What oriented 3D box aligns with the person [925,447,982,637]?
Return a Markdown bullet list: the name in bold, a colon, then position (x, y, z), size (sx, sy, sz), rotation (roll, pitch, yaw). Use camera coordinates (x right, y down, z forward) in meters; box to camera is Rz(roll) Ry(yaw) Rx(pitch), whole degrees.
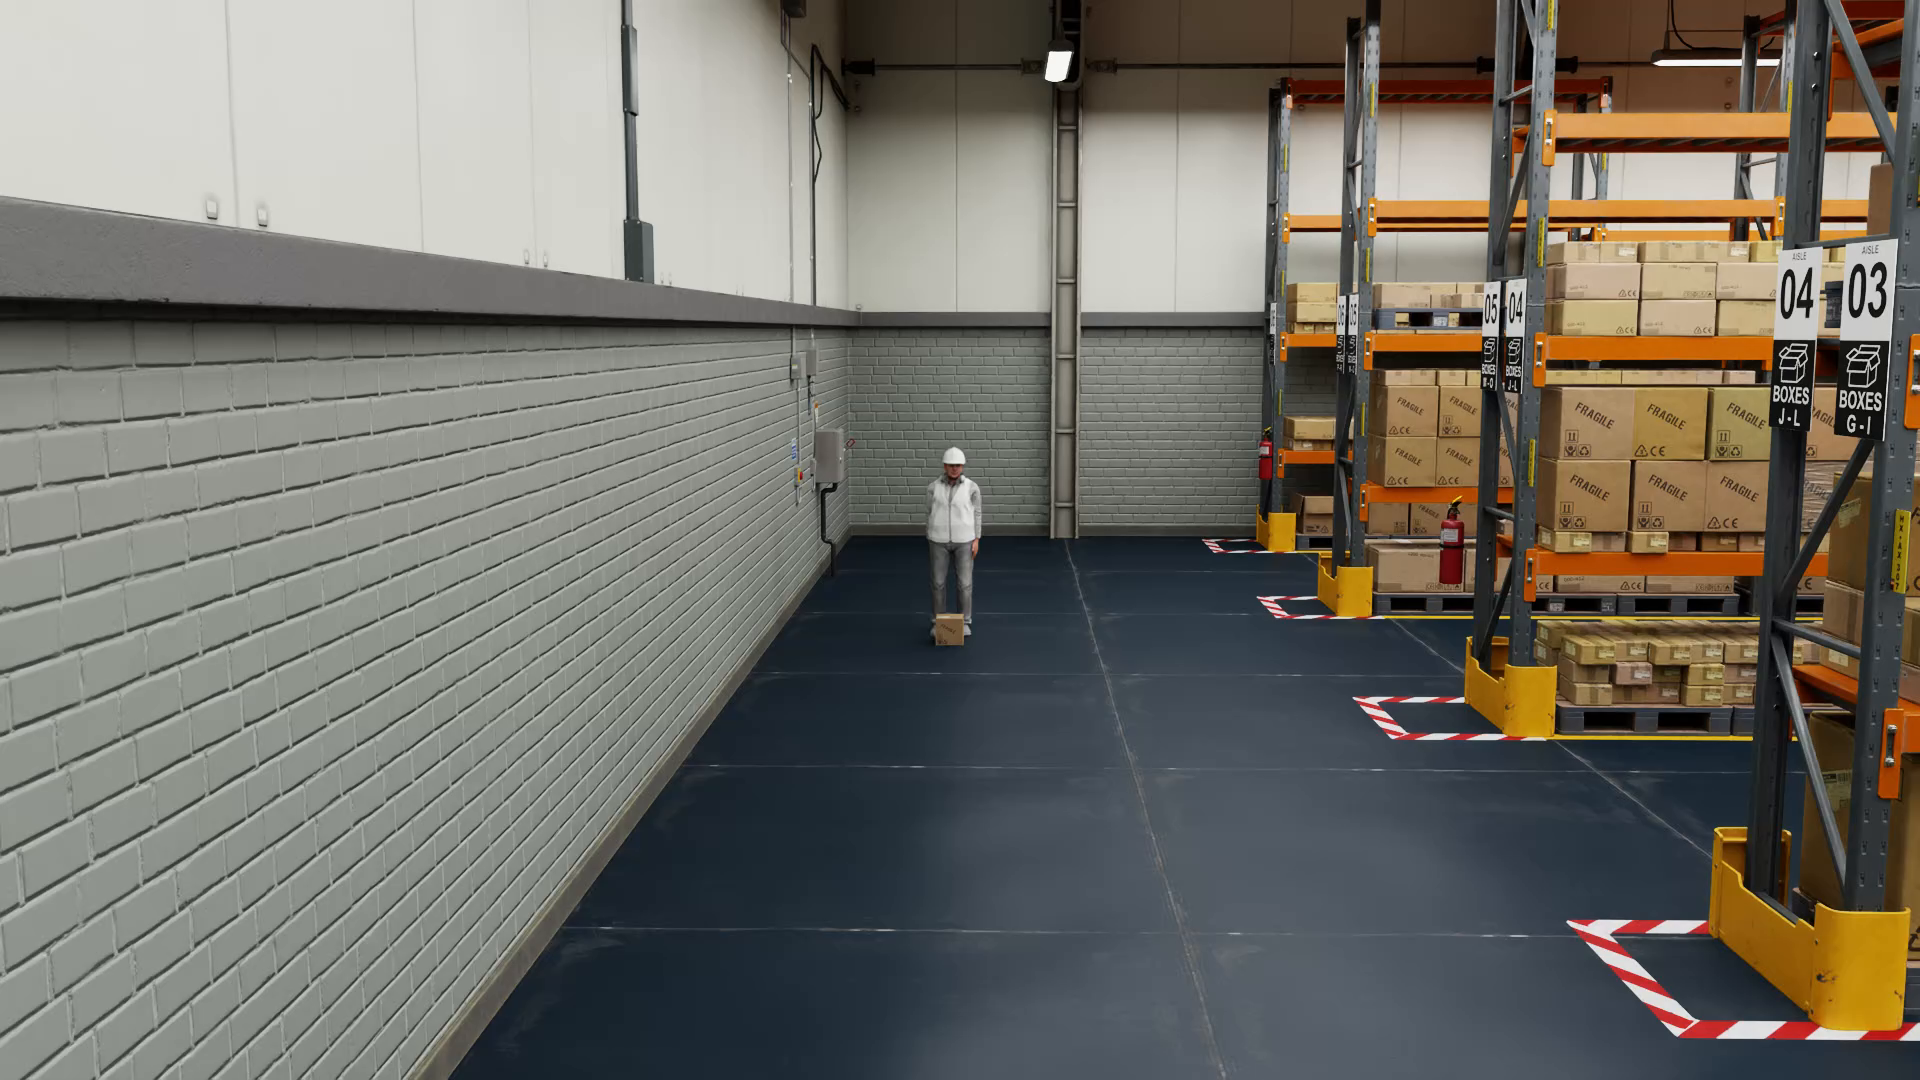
- **person**: position (-0.061, 0.017, 15.605), size (0.533, 1.779, 0.360), rotation (0, 7, 2)
